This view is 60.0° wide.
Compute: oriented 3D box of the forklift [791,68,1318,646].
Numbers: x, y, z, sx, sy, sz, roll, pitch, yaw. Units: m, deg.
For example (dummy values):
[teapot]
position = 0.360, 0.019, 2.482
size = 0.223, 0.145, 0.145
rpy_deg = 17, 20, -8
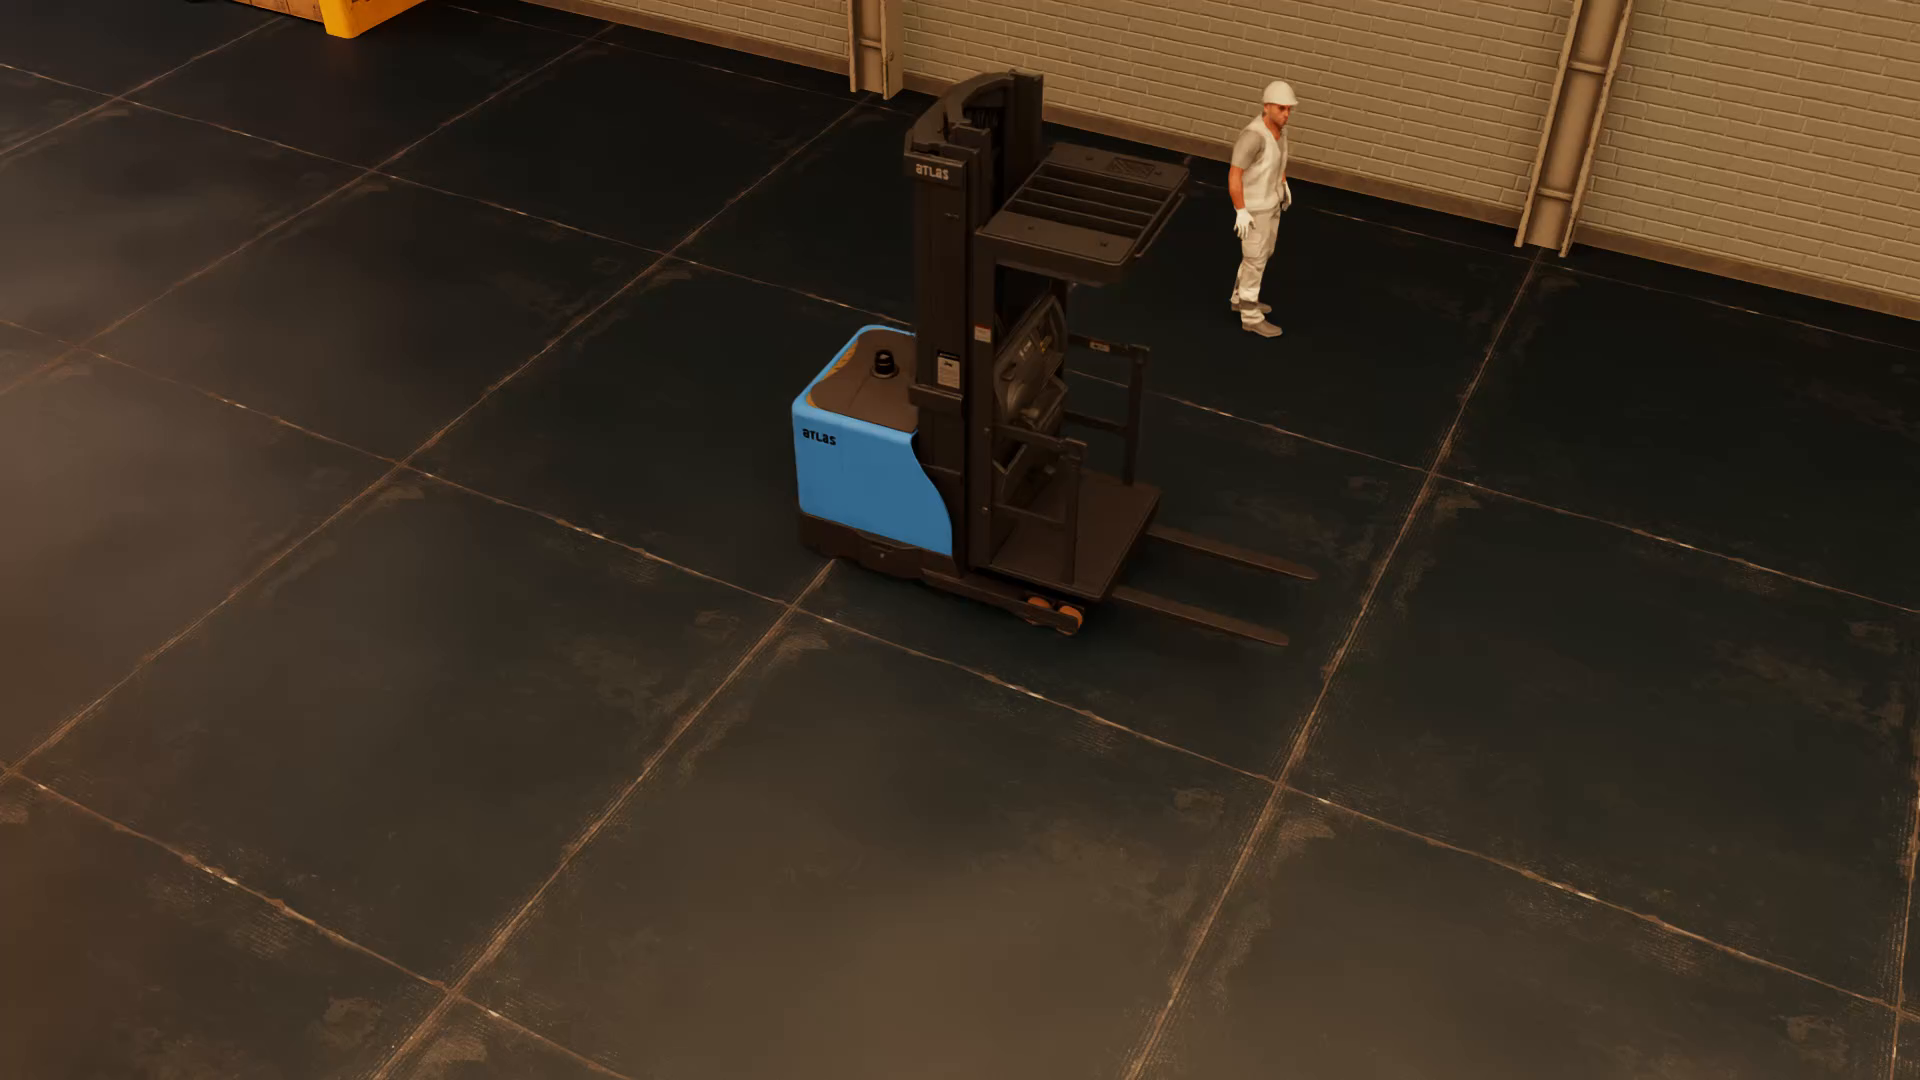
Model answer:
[forklift]
position = 0.574, -0.966, 9.133
size = 3.031, 2.935, 1.130
rpy_deg = 16, 43, 18

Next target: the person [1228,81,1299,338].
[person]
position = 2.170, -2.318, 11.628
size = 0.529, 1.787, 0.723
rpy_deg = 20, 44, 22
